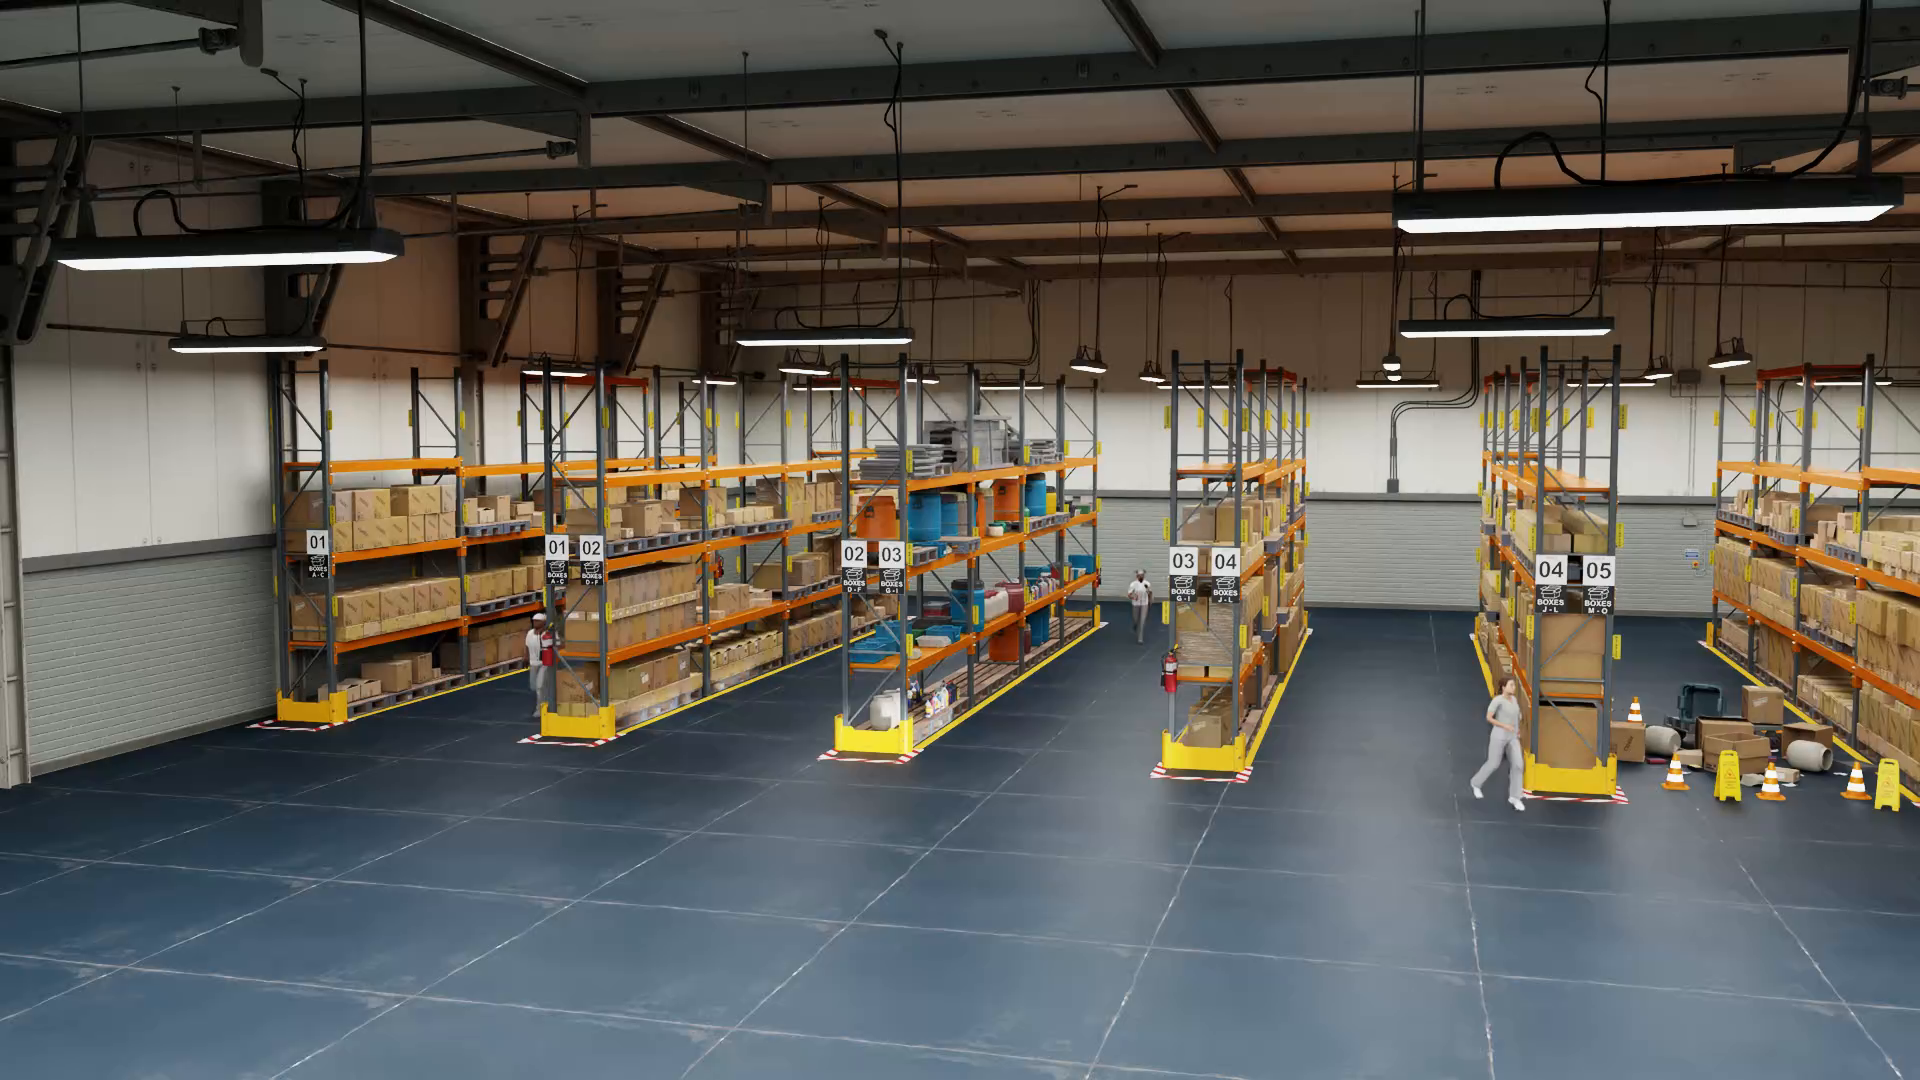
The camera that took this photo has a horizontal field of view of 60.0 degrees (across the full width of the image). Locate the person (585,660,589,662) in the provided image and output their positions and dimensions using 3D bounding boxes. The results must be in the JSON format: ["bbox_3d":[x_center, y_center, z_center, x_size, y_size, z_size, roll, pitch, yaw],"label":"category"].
[{"bbox_3d":[-6.670,1.932,30.651,0.613,1.815,0.909,0,4,-1],"label":"person"}]

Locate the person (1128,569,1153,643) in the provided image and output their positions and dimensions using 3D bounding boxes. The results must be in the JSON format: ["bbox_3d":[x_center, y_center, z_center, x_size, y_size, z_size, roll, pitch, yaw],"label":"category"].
[{"bbox_3d":[4.070,1.469,37.521,0.576,1.664,0.731,0,4,0],"label":"person"}]

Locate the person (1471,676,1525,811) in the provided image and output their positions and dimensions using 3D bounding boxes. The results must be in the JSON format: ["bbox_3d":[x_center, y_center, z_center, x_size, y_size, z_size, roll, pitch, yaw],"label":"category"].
[{"bbox_3d":[7.101,2.604,21.660,0.608,1.678,0.934,-2,5,-24],"label":"person"}]

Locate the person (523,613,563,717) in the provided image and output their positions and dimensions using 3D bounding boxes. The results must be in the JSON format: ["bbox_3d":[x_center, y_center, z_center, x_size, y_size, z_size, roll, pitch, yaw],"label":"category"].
[{"bbox_3d":[-7.102,2.108,28.353,0.698,1.741,0.662,1,4,16],"label":"person"}]
